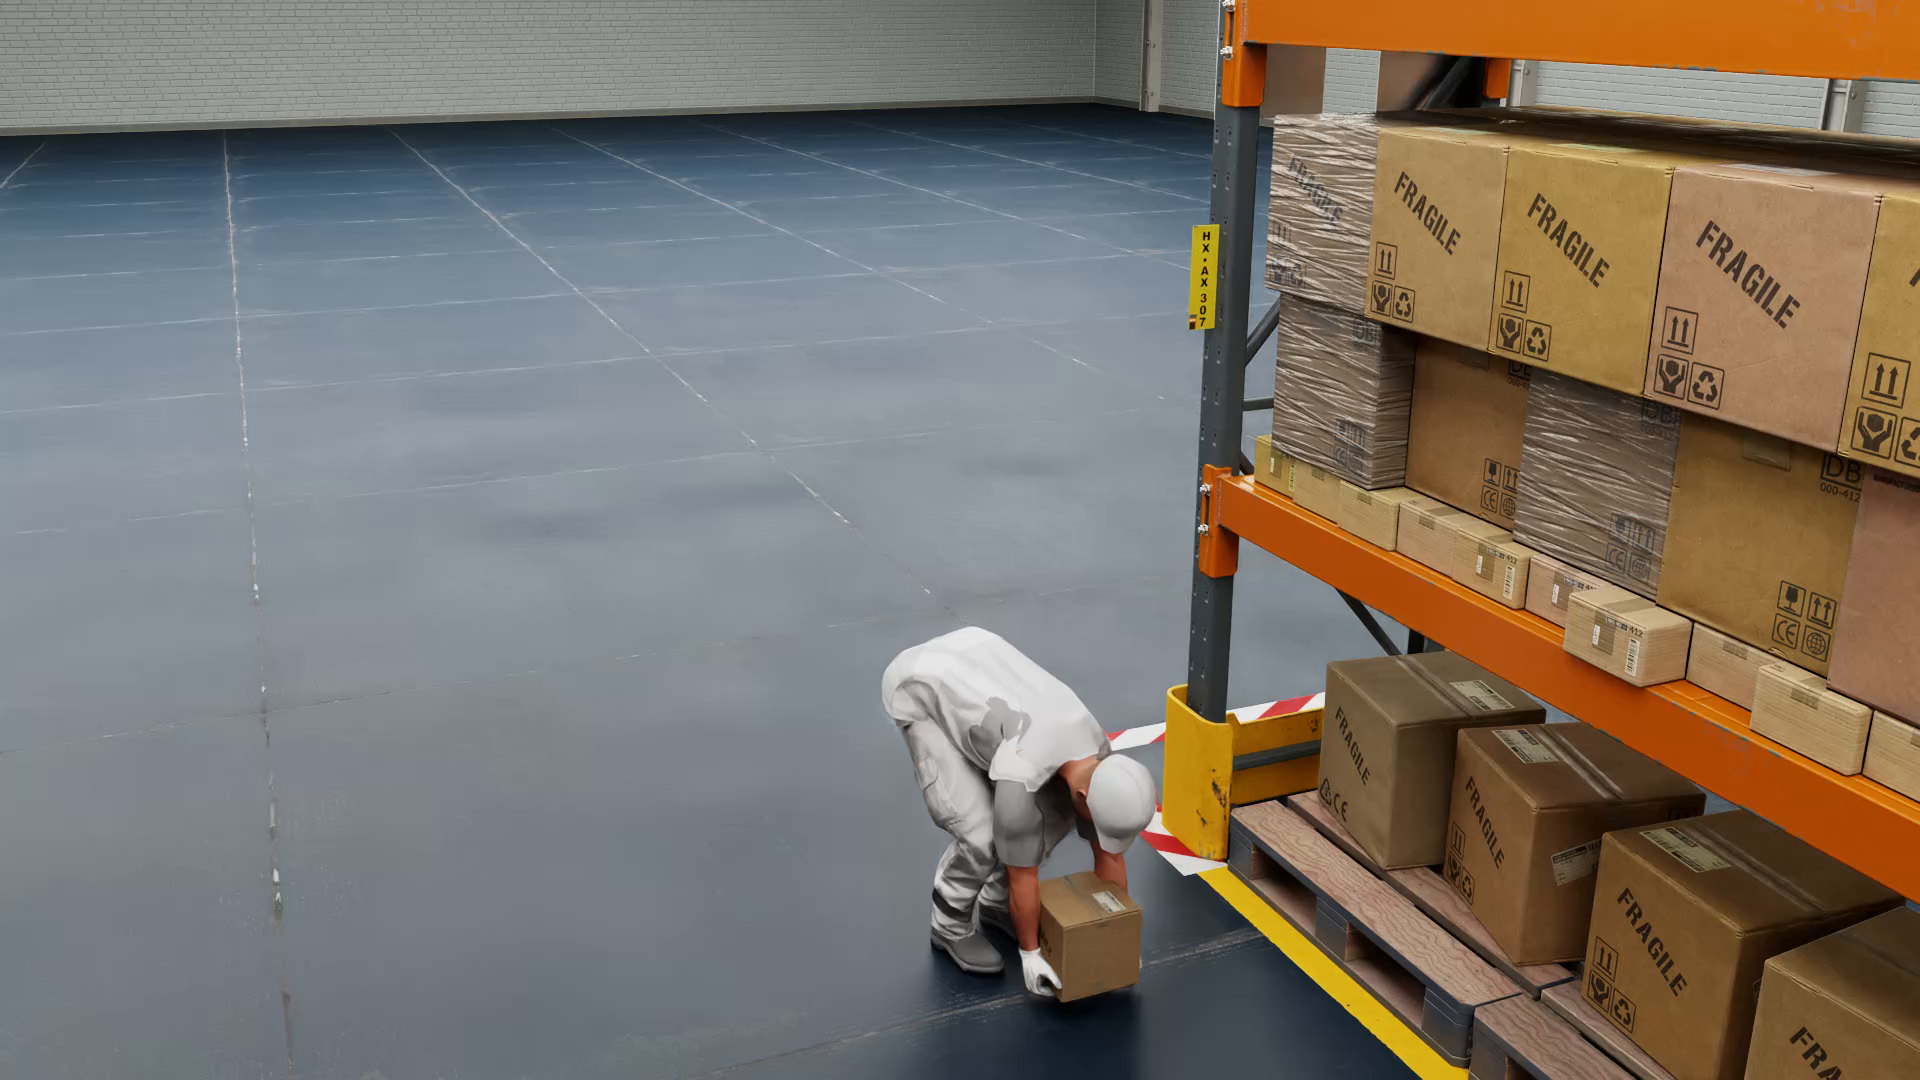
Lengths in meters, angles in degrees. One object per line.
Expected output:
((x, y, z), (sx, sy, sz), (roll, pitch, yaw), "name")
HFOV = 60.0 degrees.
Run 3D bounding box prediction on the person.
((0.187, 0.803, 4.893), (0.949, 0.984, 0.516), (18, 25, 42), "person")
